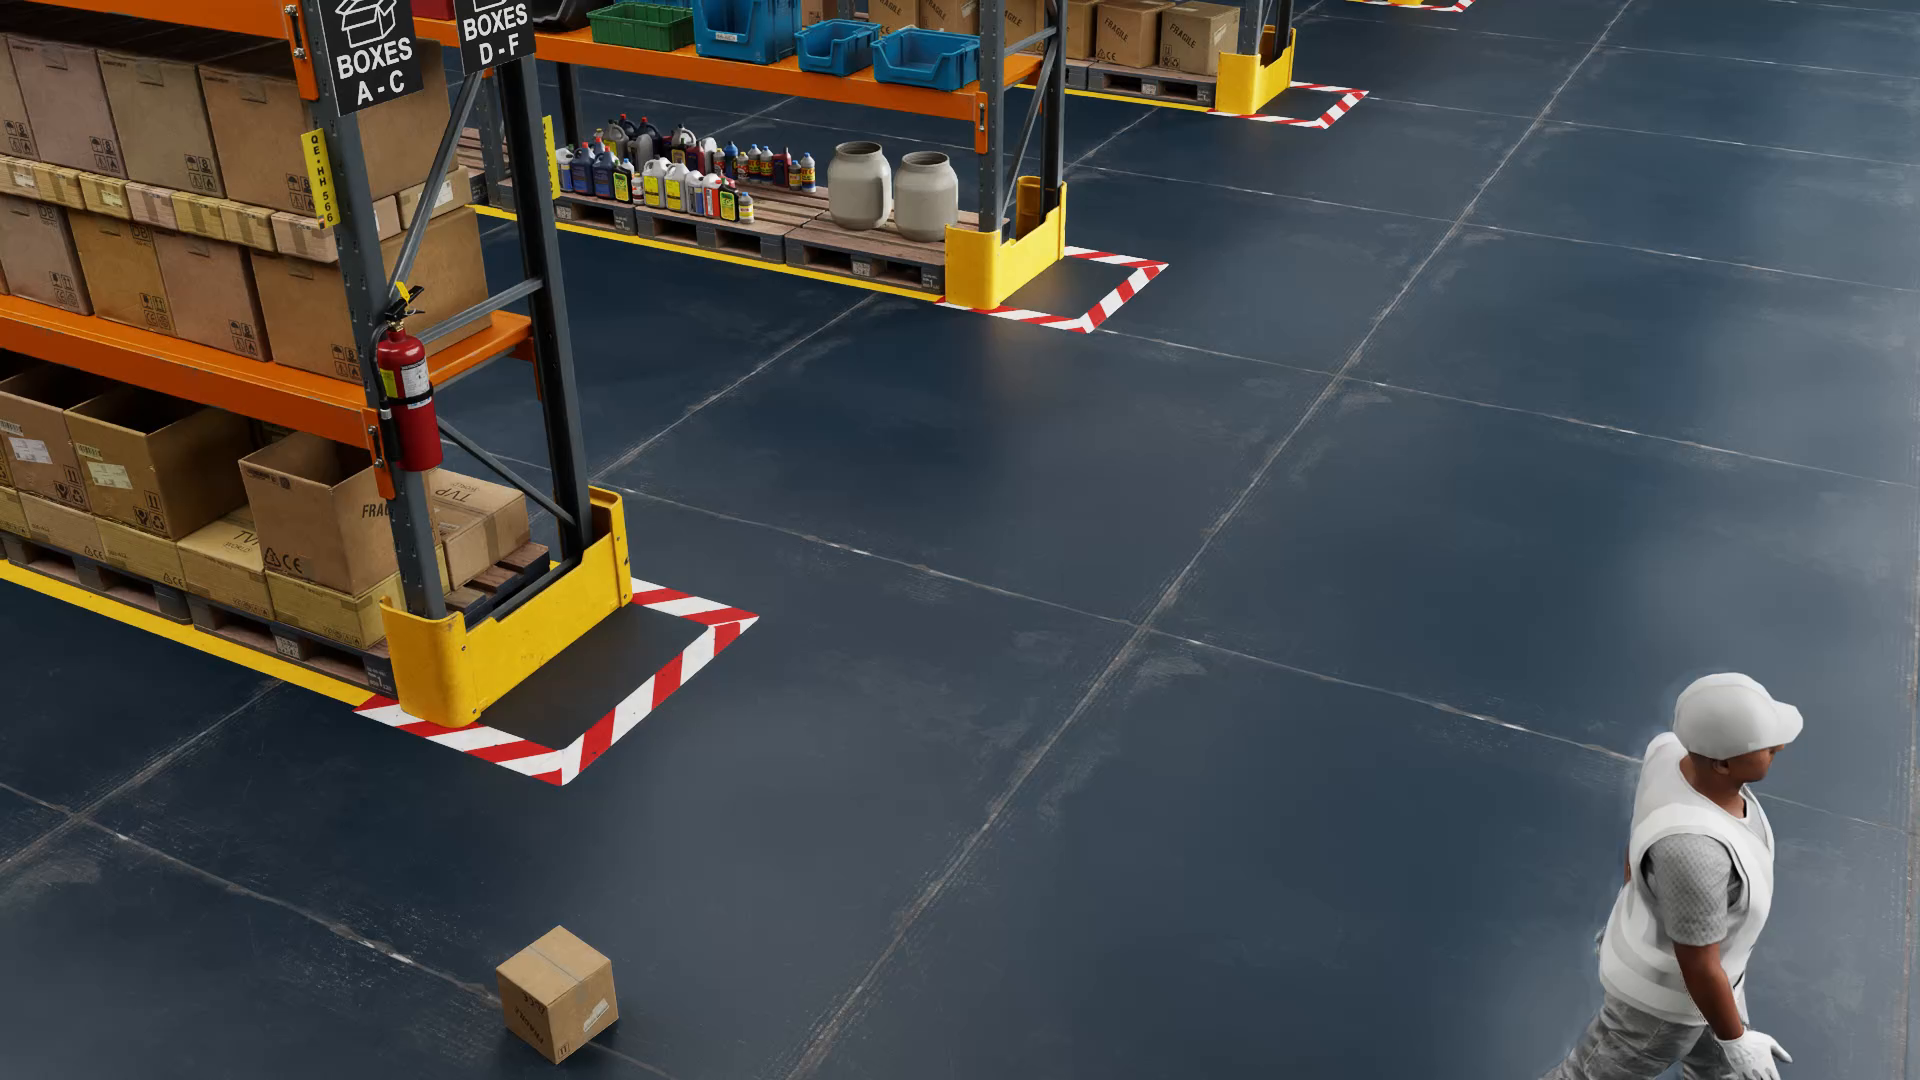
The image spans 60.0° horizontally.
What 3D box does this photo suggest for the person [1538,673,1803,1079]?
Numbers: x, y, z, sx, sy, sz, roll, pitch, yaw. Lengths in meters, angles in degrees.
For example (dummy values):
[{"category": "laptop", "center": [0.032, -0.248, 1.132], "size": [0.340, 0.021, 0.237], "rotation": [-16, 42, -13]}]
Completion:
[{"category": "person", "center": [1.899, 1.108, 4.143], "size": [0.897, 1.755, 0.553], "rotation": [14, 32, 22]}]
